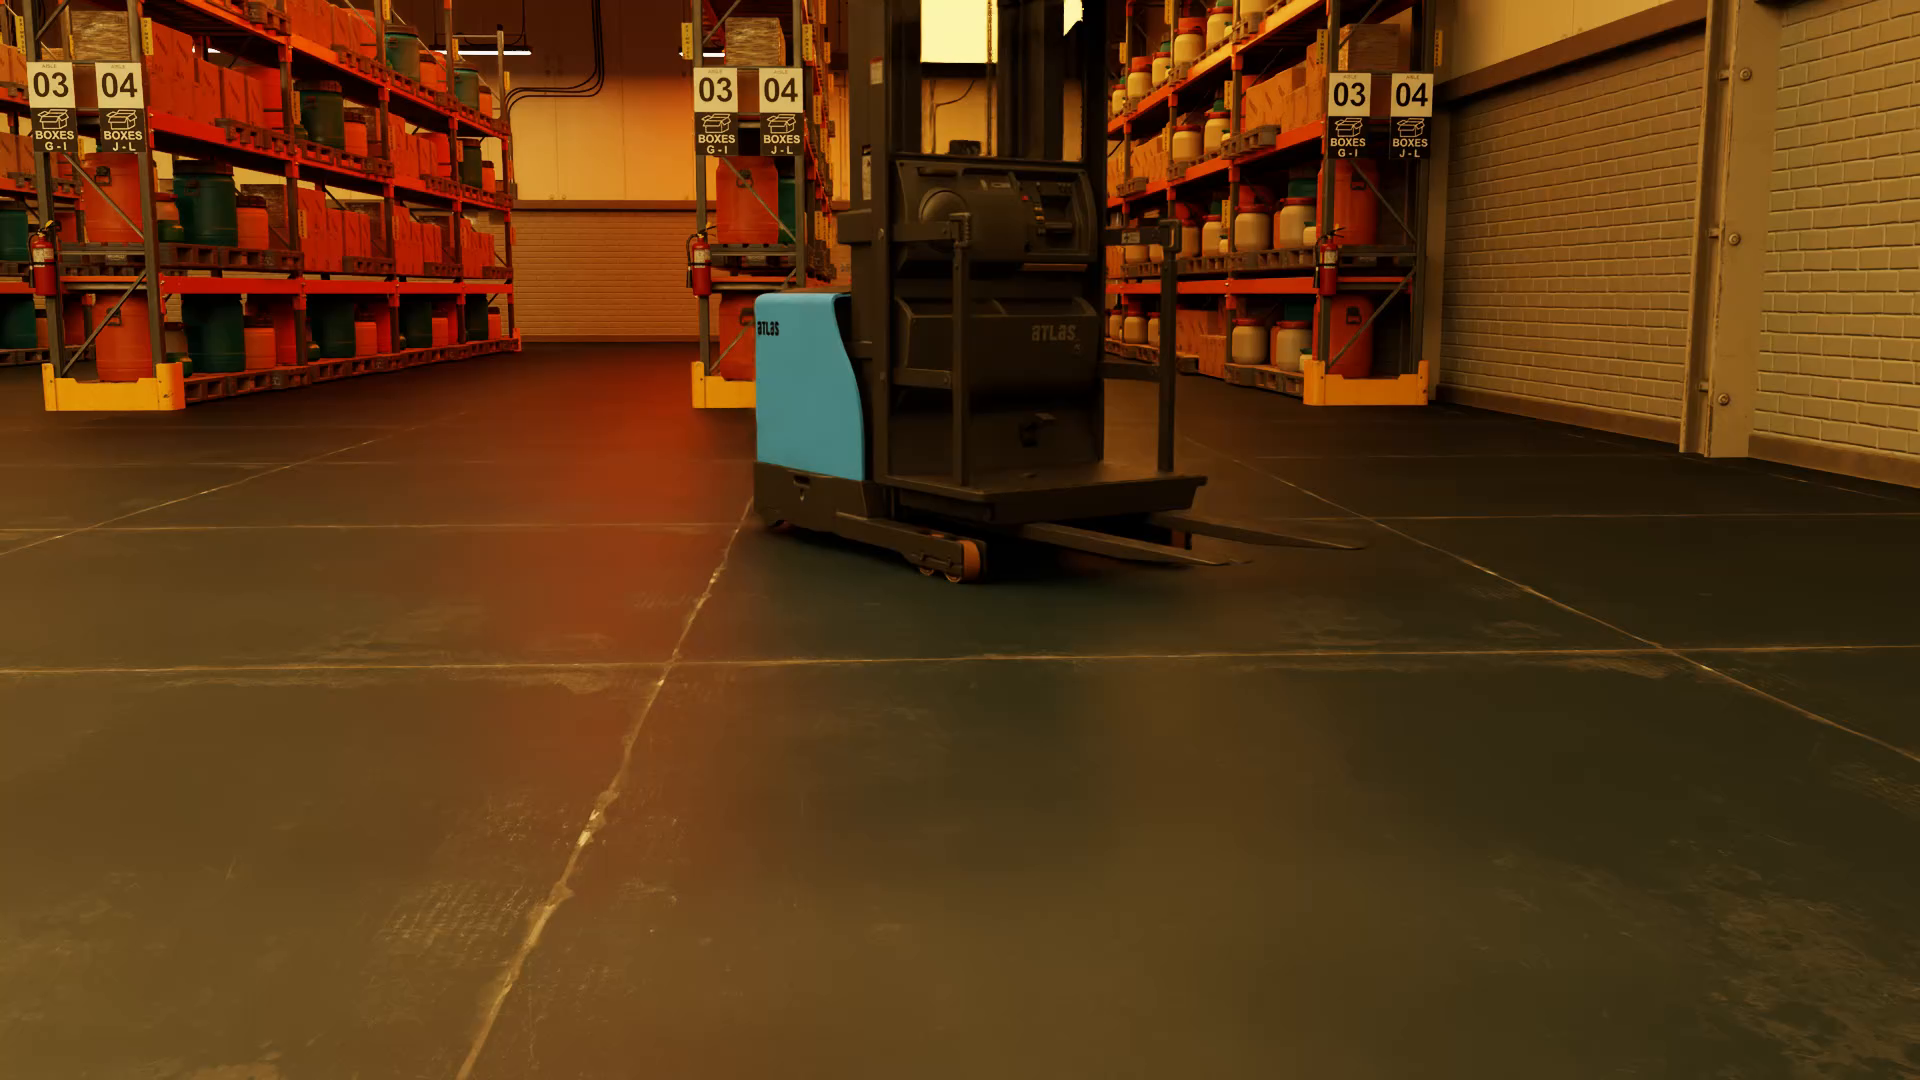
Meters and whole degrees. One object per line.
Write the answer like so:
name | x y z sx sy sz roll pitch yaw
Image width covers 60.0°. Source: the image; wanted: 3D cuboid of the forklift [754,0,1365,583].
forklift | 0.274 -1.366 6.529 1.130 2.935 3.031 -5 10 -32
